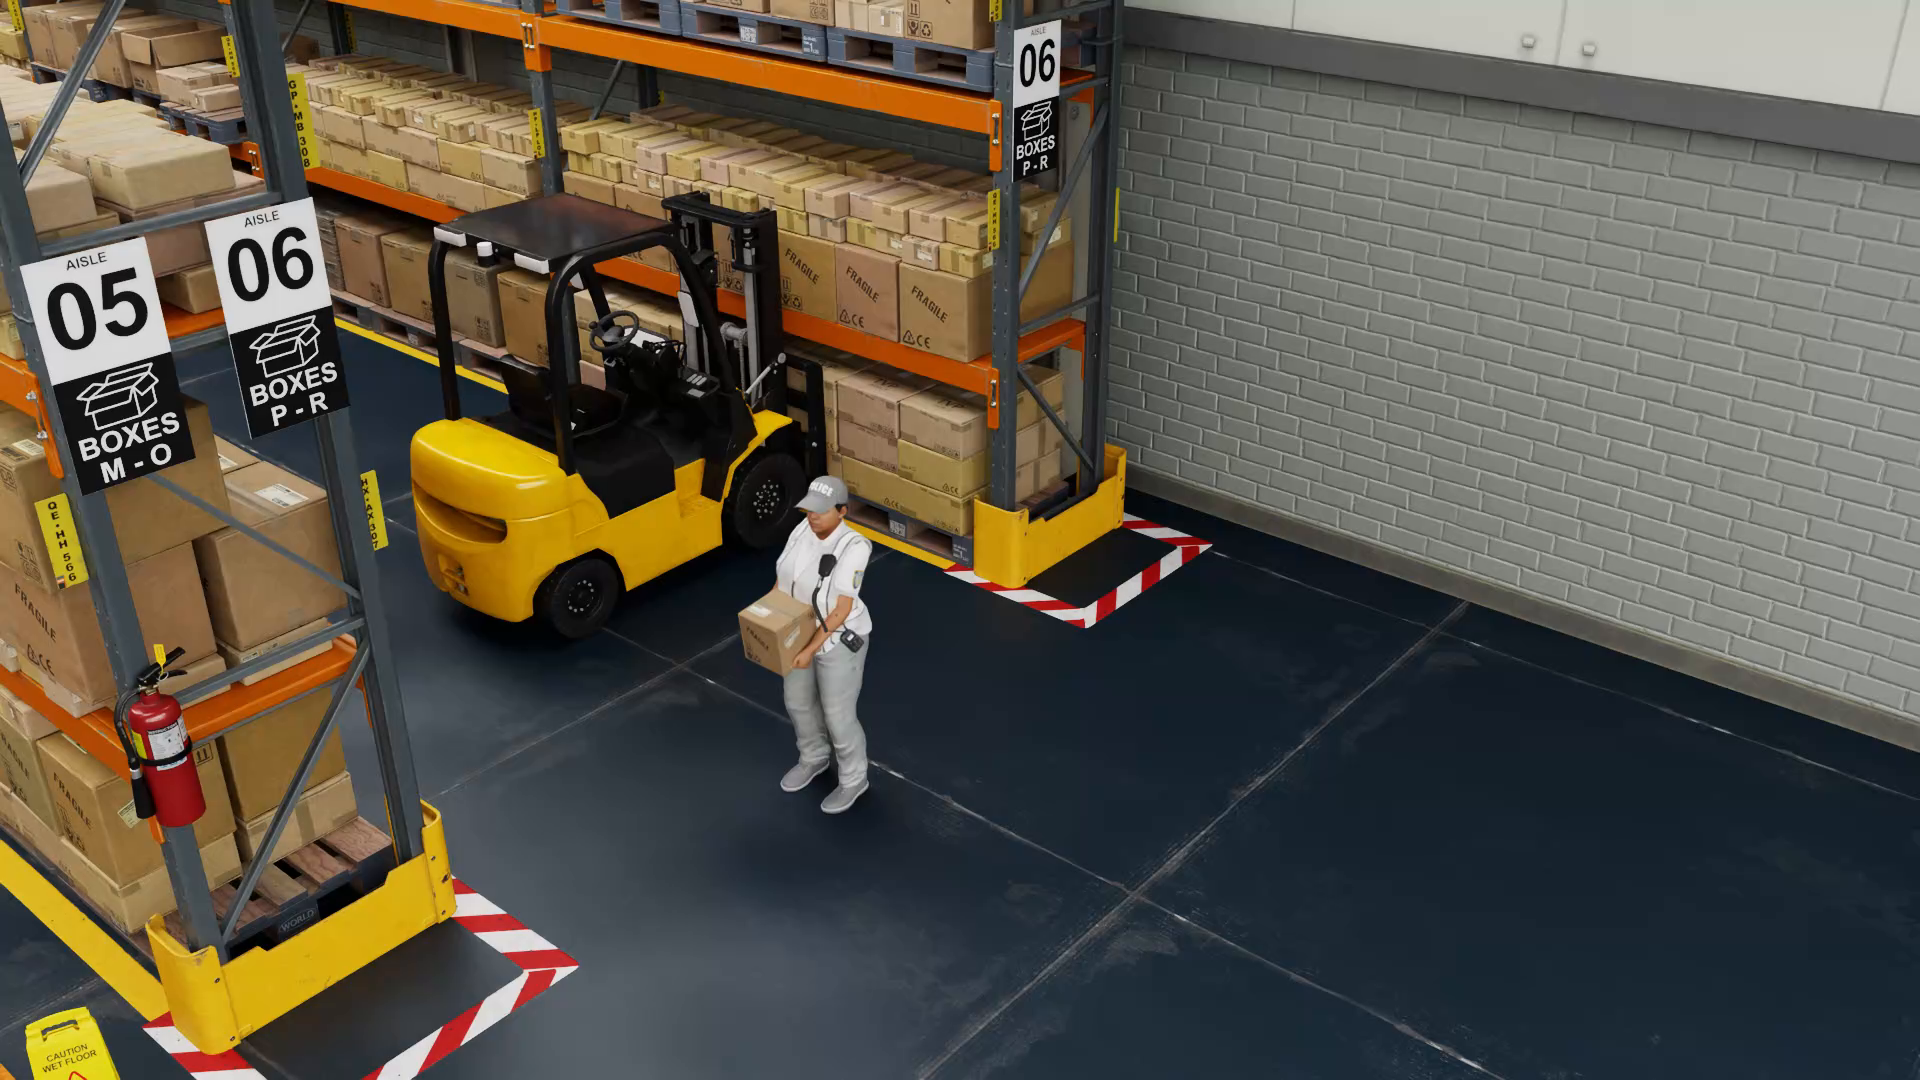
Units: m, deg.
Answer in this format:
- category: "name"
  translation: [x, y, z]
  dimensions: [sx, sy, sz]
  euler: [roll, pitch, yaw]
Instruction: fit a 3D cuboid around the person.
- category: "person"
  translation: [-0.637, 0.536, 7.781]
  dimensions: [0.425, 1.350, 0.384]
  euler: [22, 34, 35]
